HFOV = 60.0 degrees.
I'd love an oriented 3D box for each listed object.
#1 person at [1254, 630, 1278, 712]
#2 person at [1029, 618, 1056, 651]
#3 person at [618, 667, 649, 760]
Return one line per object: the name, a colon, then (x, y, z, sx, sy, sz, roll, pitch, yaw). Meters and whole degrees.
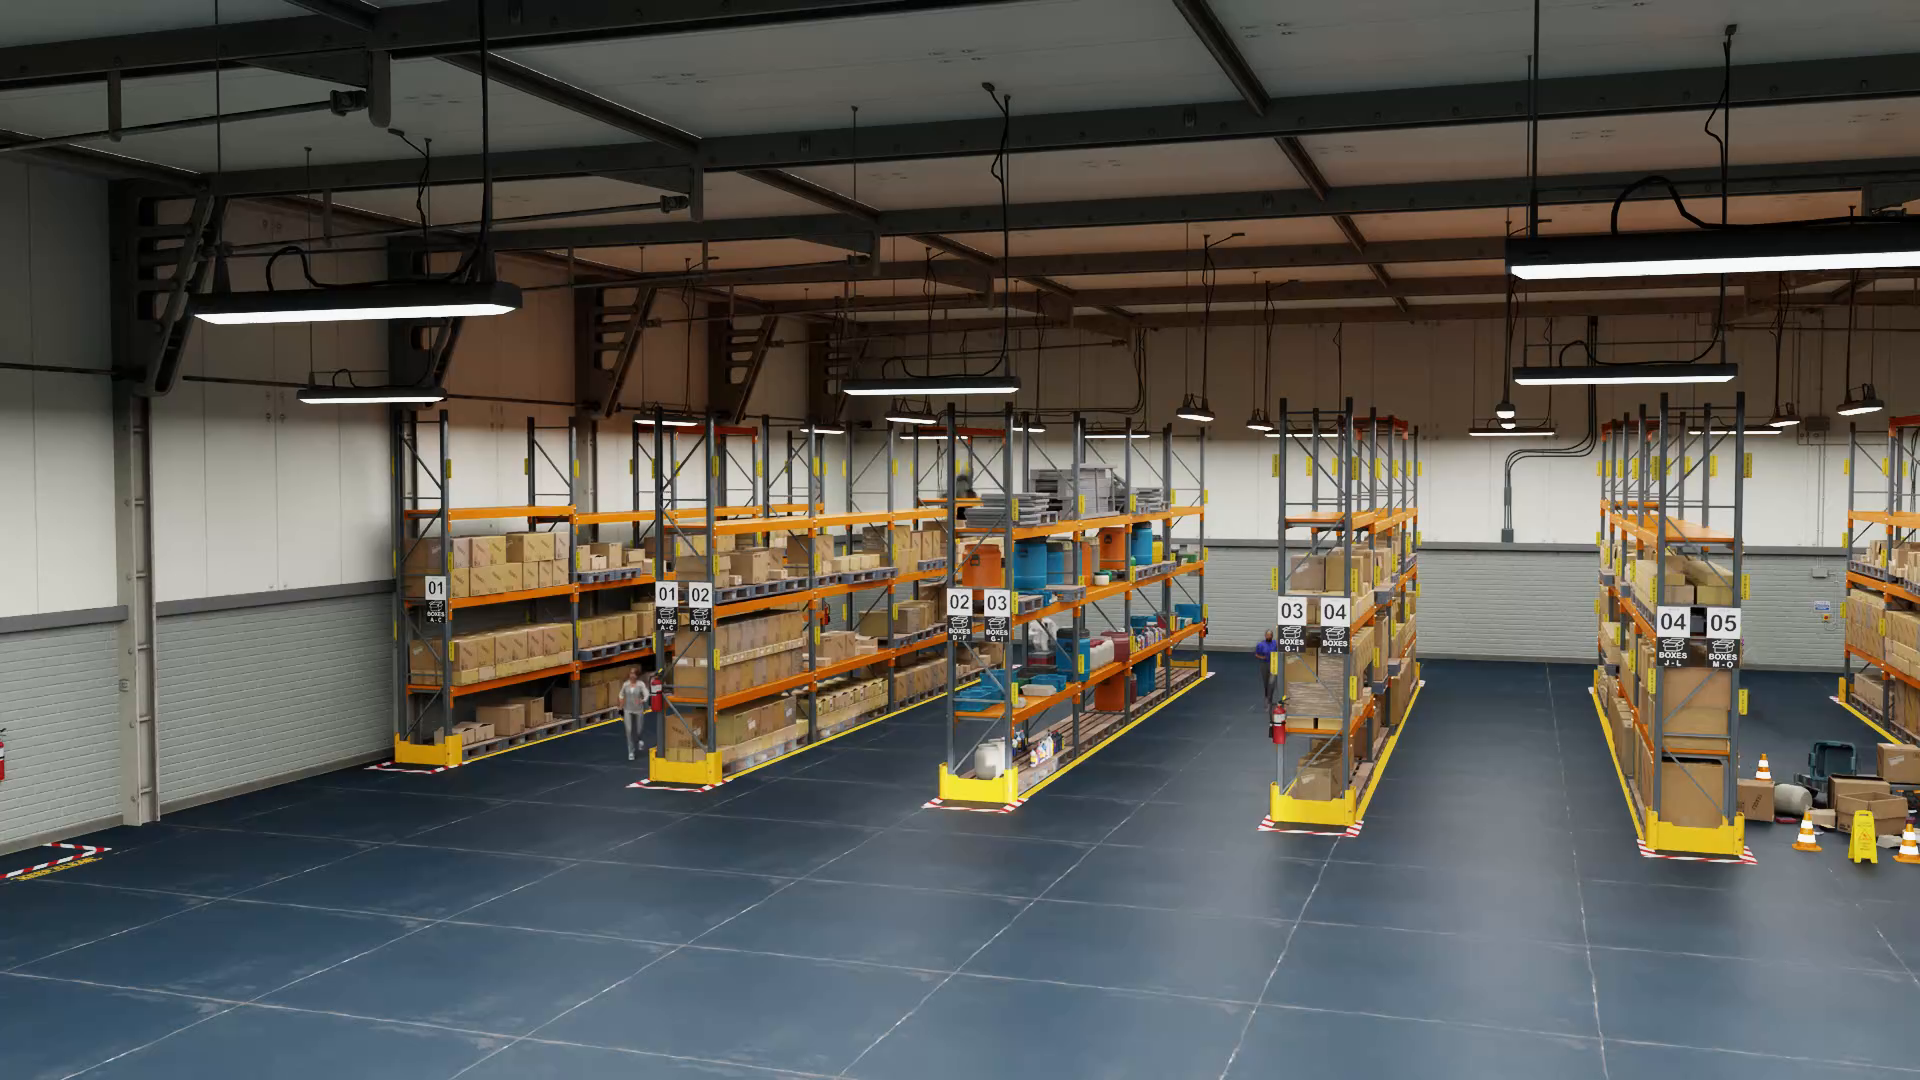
person: (6.441, 2.699, 34.677, 0.600, 1.692, 0.924, 0, 2, 9)
person: (1.804, 2.349, 36.938, 0.638, 1.768, 0.851, 0, 2, 10)
person: (-5.646, 2.990, 28.768, 0.547, 1.550, 0.755, 0, 2, -2)
